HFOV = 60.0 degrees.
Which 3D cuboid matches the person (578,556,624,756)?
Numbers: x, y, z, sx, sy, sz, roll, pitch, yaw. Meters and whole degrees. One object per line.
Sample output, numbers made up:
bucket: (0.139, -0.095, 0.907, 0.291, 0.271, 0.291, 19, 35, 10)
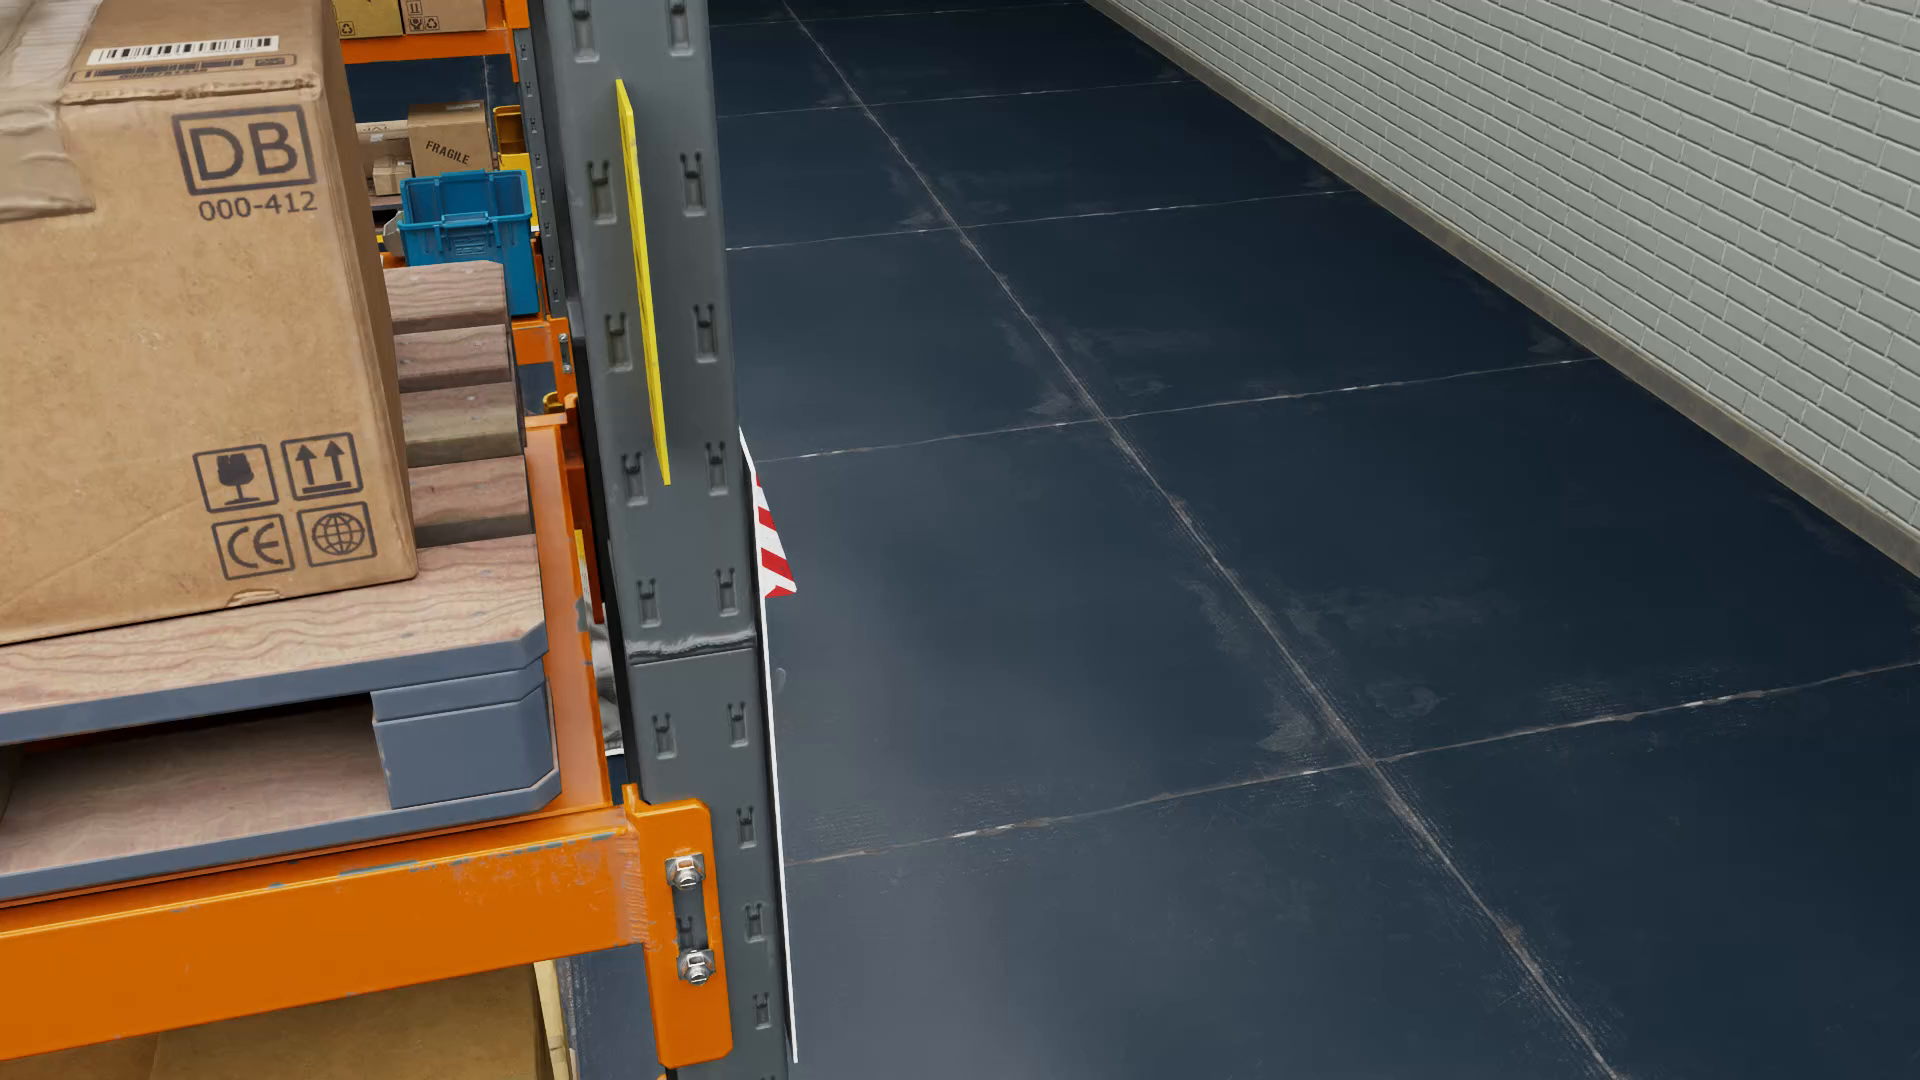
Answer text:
person: (-1.508, 0.377, 6.205, 0.888, 0.890, 0.417, -1, 31, -2)
